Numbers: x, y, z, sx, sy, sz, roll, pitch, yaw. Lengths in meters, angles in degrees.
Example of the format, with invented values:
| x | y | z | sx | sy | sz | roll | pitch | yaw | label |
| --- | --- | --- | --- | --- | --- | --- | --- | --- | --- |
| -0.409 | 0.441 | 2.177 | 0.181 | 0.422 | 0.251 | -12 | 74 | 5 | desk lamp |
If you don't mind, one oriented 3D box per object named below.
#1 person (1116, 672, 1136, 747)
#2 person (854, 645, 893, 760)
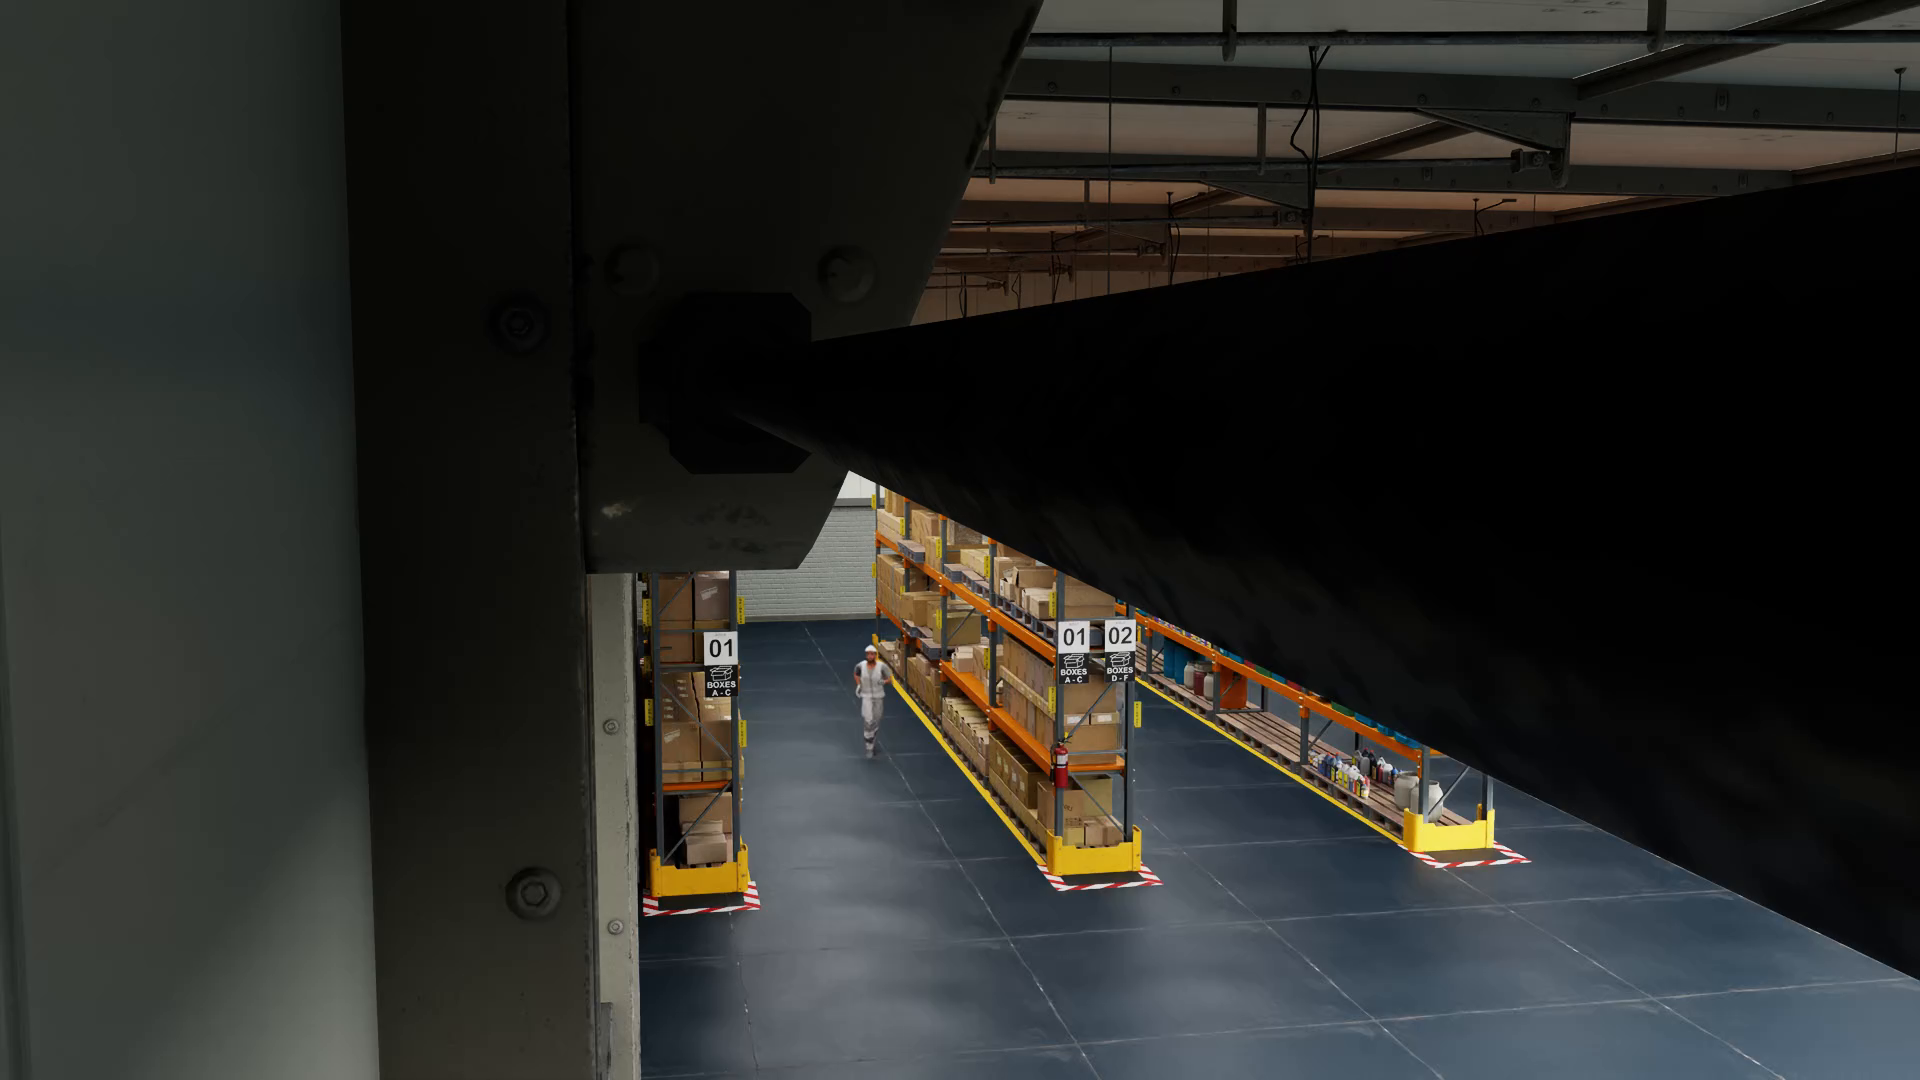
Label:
| x | y | z | sx | sy | sz | roll | pitch | yaw | label |
| --- | --- | --- | --- | --- | --- | --- | --- | --- | --- |
| 2.697 | 2.735 | 27.628 | 0.556 | 1.321 | 0.828 | -2 | 6 | -15 | person |
| -1.422 | 2.633 | 27.391 | 0.624 | 1.838 | 0.850 | -1 | 6 | -6 | person |
